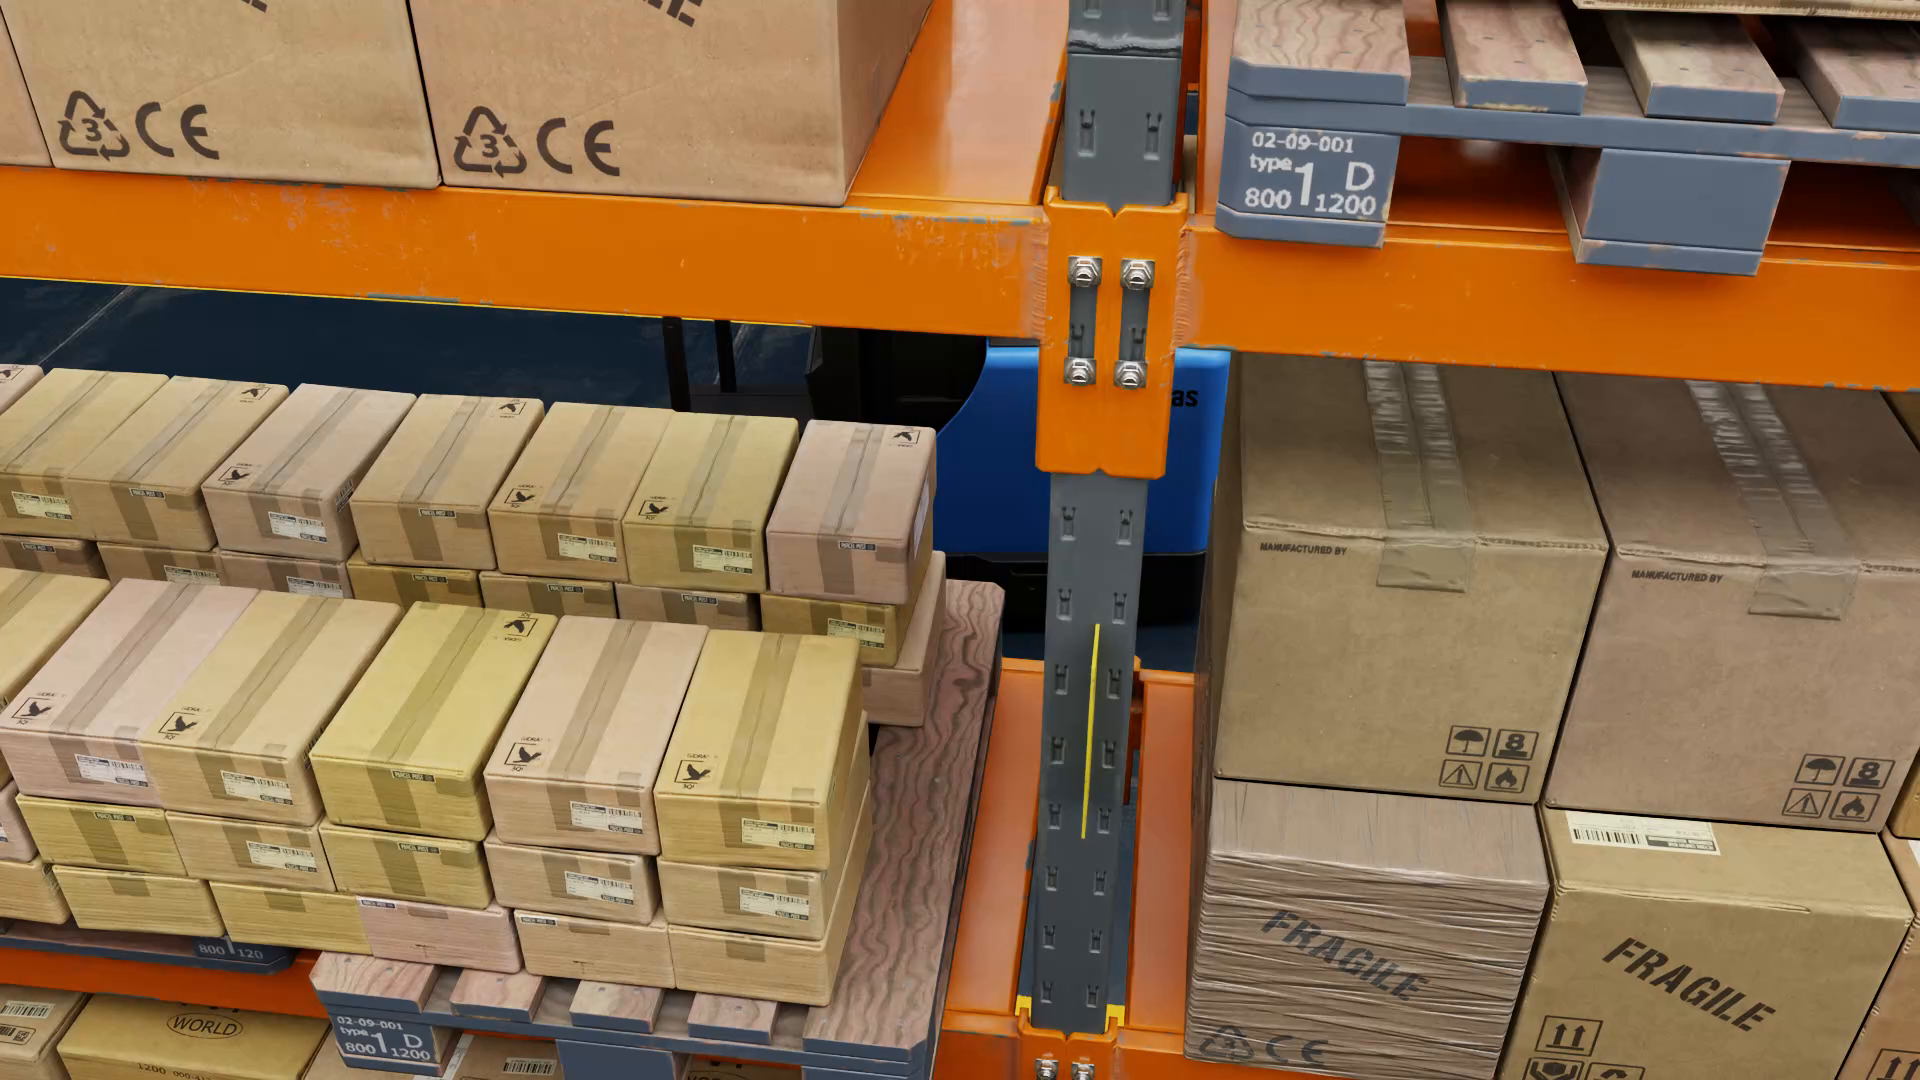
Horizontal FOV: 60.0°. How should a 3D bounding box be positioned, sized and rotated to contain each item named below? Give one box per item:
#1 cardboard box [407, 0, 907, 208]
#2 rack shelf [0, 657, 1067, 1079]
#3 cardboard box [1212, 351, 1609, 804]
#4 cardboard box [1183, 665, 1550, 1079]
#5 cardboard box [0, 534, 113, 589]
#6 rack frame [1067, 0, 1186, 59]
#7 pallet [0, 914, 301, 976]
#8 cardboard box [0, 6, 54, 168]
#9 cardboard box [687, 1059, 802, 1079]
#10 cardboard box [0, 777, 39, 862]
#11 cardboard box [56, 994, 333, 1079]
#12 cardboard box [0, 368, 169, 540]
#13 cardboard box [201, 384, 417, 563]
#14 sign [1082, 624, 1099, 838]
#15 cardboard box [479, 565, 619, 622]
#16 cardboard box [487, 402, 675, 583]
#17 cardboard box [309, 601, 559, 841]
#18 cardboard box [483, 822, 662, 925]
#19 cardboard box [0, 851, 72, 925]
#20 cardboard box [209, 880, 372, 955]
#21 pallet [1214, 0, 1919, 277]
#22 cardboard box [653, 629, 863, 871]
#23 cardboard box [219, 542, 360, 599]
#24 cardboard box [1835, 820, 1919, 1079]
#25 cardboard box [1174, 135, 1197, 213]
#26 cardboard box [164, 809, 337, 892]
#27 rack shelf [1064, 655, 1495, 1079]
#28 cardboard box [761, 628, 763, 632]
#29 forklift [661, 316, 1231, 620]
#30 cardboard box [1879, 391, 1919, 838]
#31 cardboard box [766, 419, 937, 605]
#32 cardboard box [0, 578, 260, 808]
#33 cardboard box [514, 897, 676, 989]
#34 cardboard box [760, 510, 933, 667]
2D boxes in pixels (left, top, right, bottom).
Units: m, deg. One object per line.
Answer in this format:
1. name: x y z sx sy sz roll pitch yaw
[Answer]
1. cardboard box: -0.354 -0.758 2.062 0.500 0.500 0.500 4 36 6
2. rack shelf: -1.739 0.544 3.525 4.000 0.370 1.077 4 36 6
3. cardboard box: 0.689 -0.010 2.734 0.500 0.500 0.700 4 36 6
4. cardboard box: 0.655 0.547 2.815 0.500 0.500 0.500 5 36 6
5. cardboard box: -1.755 -0.054 3.343 0.250 0.149 0.380 6 36 8
6. rack frame: 0.245 -2.043 1.366 0.127 3.000 1.000 4 36 6
7. pallet: -1.724 0.354 3.336 1.213 0.211 1.003 4 36 6
8. cardboard box: -1.347 -0.827 2.159 0.500 0.500 0.500 4 36 6
9. cardboard box: -0.467 1.041 3.354 0.500 0.250 0.500 3 36 5
10. cardboard box: -1.583 0.341 2.789 0.250 0.149 0.380 5 36 7
11. cardboard box: -1.472 0.963 3.463 0.500 0.250 0.500 5 36 7
12. cardboard box: -1.740 -0.174 3.255 0.250 0.149 0.380 4 36 5
13. cardboard box: -1.230 -0.135 3.200 0.250 0.149 0.380 6 36 8
14. sign: 0.185 0.273 2.356 0.005 0.325 0.100 4 36 6
15. cardboard box: -0.744 0.021 3.237 0.250 0.149 0.380 3 36 4
16. cardboard box: -0.699 -0.097 3.146 0.250 0.149 0.380 4 36 6
17. cardboard box: -0.809 0.277 2.622 0.250 0.149 0.380 5 36 7
18. cardboard box: -0.568 0.416 2.683 0.250 0.149 0.380 6 36 8
19. cardboard box: -1.575 0.461 2.877 0.250 0.149 0.380 5 36 7
20. cardboard box: -1.051 0.500 2.822 0.250 0.149 0.380 4 36 5
21. pallet: 0.890 -0.728 2.268 1.003 0.211 1.213 6 36 8
22. cardboard box: -0.300 0.316 2.567 0.250 0.149 0.380 3 36 4
23. cardboard box: -1.241 -0.016 3.289 0.250 0.149 0.380 4 36 6
24. cardboard box: 1.660 0.621 2.712 0.500 0.500 0.500 4 36 6
25. cardboard box: 1.334 -1.514 7.690 0.625 0.372 0.950 2 36 3
26. cardboard box: -1.078 0.380 2.735 0.250 0.149 0.380 4 36 6
27. rack shelf: 2.228 0.840 3.110 4.000 0.370 1.077 4 36 6
28. cardboard box: -0.440 0.161 3.297 0.250 0.149 0.380 6 36 8
29. forklift: -0.630 -1.193 5.398 3.031 2.935 1.130 0 36 0
30. cardboard box: 1.699 0.064 2.632 0.500 0.500 0.700 4 36 5
31. cardboard box: -0.194 -0.058 3.092 0.250 0.149 0.380 4 36 6
32. cardboard box: -1.312 0.238 2.677 0.250 0.149 0.380 4 36 6
33. cardboard box: -0.549 0.539 2.767 0.250 0.149 0.380 4 36 6
34. cardboard box: -0.209 0.058 3.185 0.250 0.149 0.380 6 36 8
